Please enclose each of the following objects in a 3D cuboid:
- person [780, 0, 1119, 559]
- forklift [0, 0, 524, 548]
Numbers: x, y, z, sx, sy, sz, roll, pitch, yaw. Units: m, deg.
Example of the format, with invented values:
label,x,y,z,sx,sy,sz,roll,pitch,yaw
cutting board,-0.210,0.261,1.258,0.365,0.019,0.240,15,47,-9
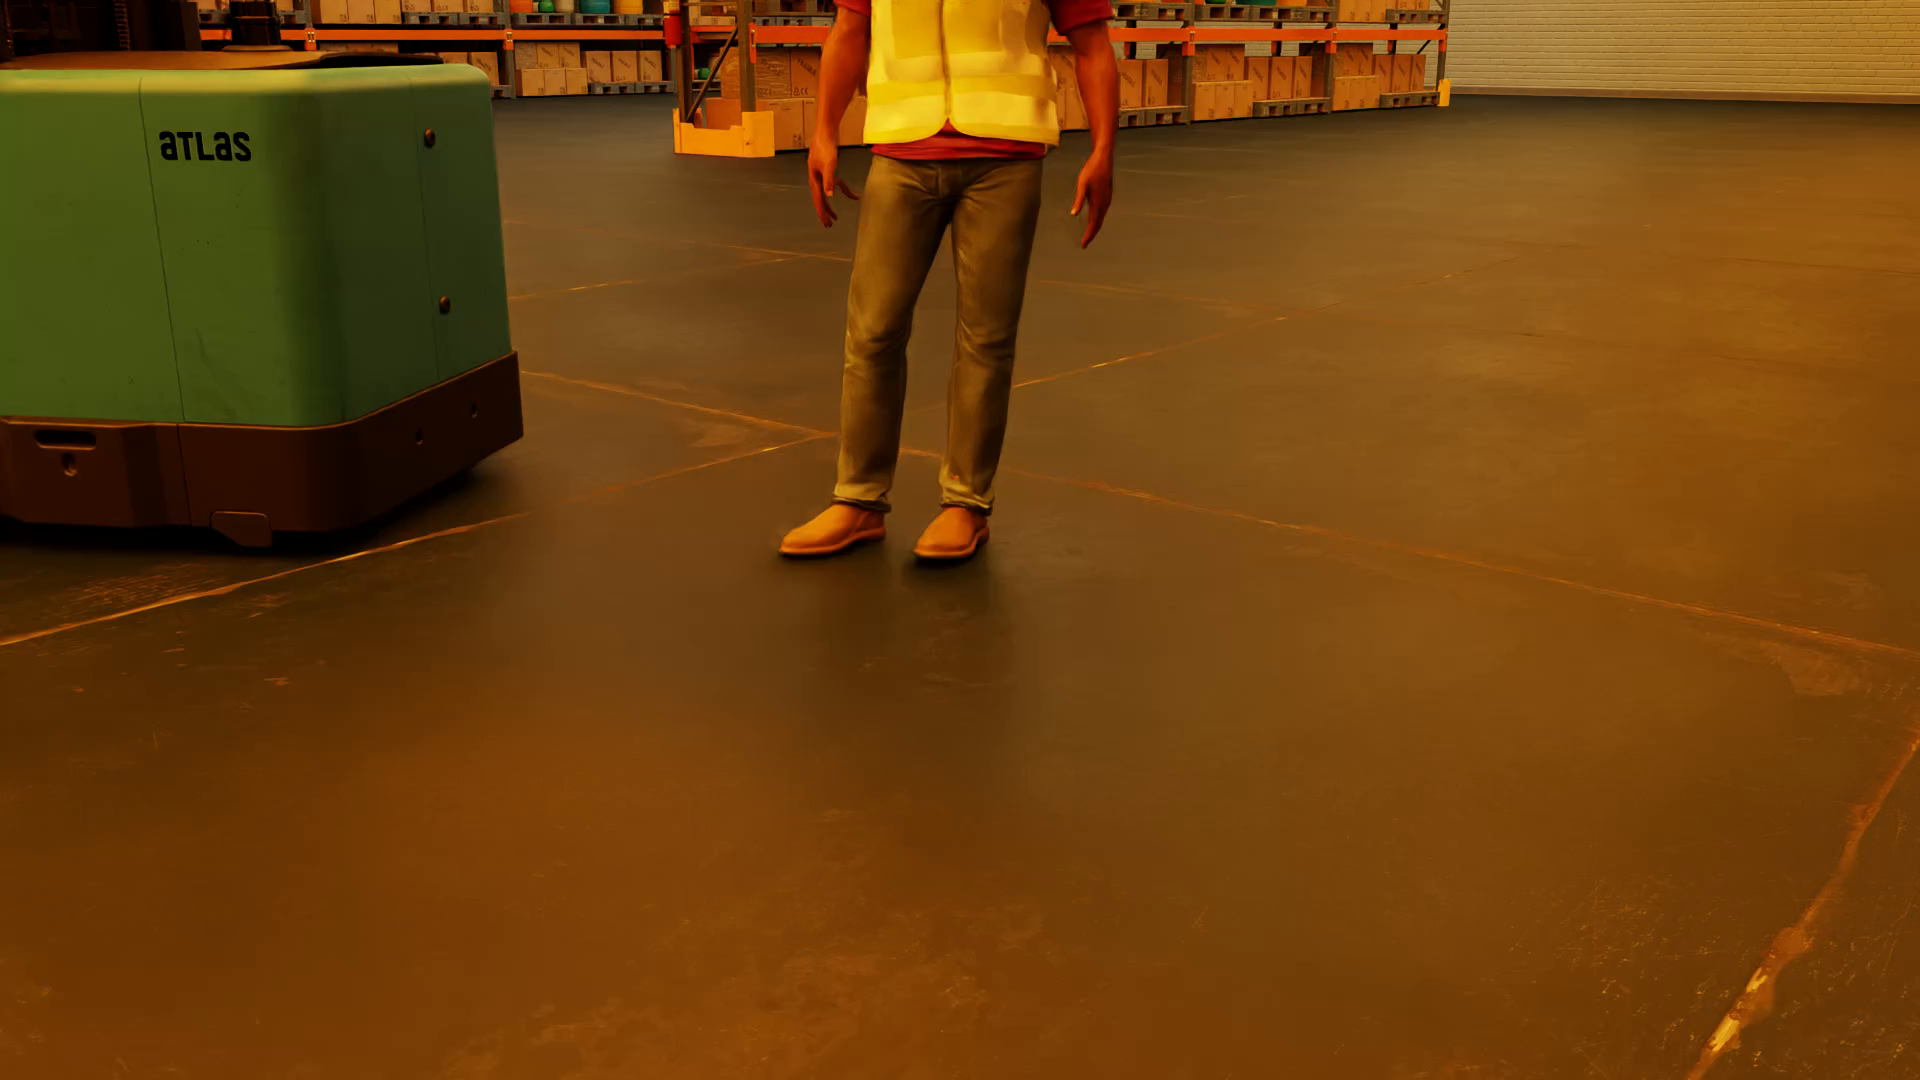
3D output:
label,x,y,z,sx,sy,sz,roll,pitch,yaw
person,-0.025,-0.837,3.660,0.739,1.768,0.429,2,17,8
forklift,-2.785,-1.569,4.063,3.031,2.935,1.130,3,17,9
